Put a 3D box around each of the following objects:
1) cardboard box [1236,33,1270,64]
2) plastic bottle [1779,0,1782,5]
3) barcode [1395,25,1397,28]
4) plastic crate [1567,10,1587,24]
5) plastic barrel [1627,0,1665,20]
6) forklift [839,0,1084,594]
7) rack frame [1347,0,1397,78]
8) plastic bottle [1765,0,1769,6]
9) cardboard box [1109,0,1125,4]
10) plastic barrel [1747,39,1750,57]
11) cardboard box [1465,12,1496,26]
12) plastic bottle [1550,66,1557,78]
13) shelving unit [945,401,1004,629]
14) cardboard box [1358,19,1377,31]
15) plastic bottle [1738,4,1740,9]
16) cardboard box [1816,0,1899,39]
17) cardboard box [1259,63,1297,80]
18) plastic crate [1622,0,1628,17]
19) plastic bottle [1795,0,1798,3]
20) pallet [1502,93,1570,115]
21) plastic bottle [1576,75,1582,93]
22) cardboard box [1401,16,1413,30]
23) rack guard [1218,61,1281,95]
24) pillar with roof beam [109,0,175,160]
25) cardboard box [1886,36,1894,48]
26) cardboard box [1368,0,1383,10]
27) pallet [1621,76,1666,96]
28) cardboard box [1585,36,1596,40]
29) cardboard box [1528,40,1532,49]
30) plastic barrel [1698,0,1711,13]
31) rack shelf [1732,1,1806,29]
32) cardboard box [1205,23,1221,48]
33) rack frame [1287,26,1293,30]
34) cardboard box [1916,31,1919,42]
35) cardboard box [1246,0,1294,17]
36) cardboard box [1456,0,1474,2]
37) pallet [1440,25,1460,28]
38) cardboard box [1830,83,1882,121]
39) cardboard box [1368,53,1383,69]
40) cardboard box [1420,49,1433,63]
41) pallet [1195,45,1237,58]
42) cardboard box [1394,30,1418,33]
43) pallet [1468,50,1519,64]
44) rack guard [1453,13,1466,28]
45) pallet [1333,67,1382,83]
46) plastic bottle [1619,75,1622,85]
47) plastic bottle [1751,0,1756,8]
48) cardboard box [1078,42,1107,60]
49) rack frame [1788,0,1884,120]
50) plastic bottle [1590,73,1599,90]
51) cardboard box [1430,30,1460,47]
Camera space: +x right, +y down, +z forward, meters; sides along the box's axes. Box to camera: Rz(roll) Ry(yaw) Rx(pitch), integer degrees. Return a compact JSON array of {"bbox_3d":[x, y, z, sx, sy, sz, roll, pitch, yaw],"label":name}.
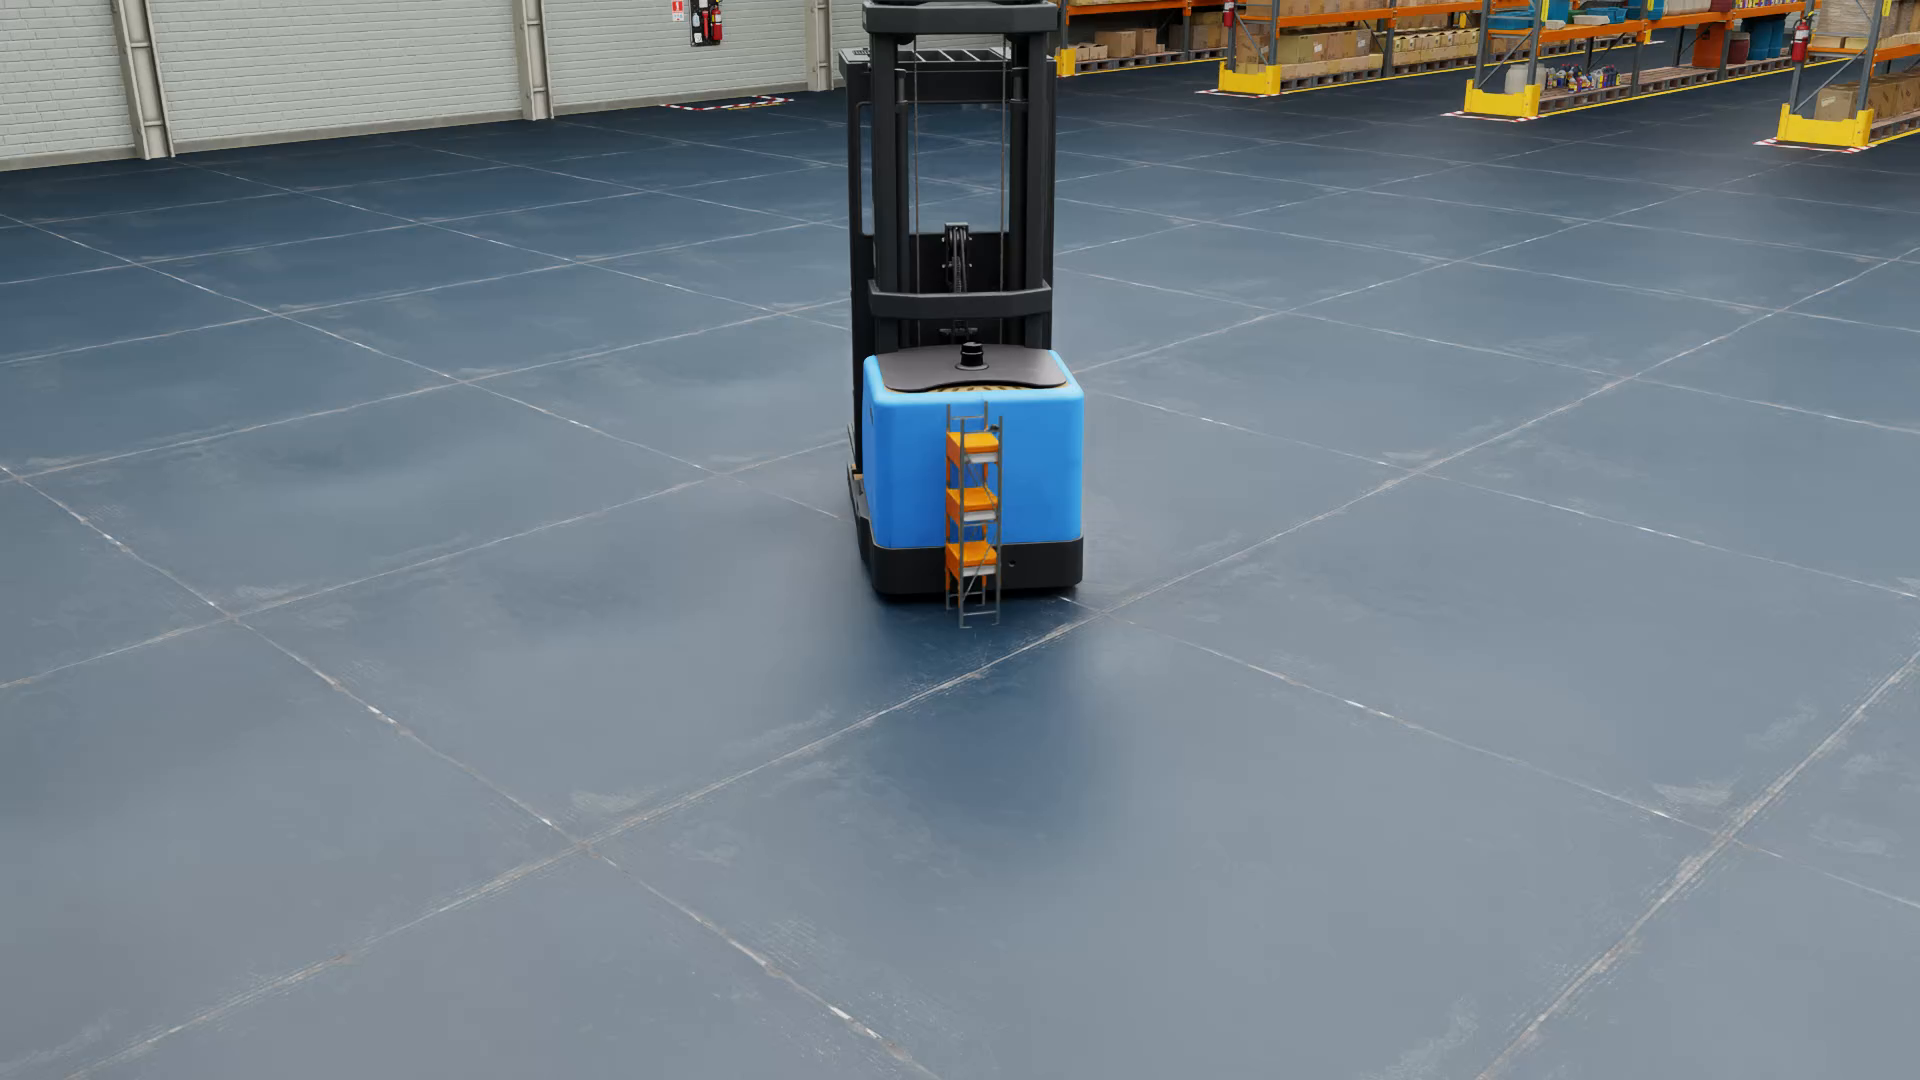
[{"bbox_3d":[5.456,-9.081,30.722,0.500,0.500,0.500,19,28,41],"label":"cardboard box"},{"bbox_3d":[16.563,-10.986,33.650,0.152,0.276,0.135,19,28,41],"label":"plastic bottle"},{"bbox_3d":[8.562,-10.083,32.658,0.001,0.075,0.075,19,28,41],"label":"barcode"},{"bbox_3d":[10.483,-9.016,28.647,0.450,0.188,0.662,19,28,41],"label":"plastic crate"},{"bbox_3d":[12.118,-9.651,29.305,0.600,0.901,0.708,19,28,41],"label":"plastic barrel"},{"bbox_3d":[-0.075,-1.591,9.127,1.130,2.935,3.031,-2,21,-6],"label":"forklift"},{"bbox_3d":[8.085,-10.634,32.561,1.000,3.000,0.127,19,28,41],"label":"rack frame"},{"bbox_3d":[16.037,-10.826,33.128,0.144,0.351,0.185,19,28,41],"label":"plastic bottle"},{"bbox_3d":[3.023,-11.097,33.946,0.500,0.250,0.500,19,28,40],"label":"cardboard box"},{"bbox_3d":[15.869,-10.045,33.909,0.421,0.512,0.421,0,21,0],"label":"plastic barrel"},{"bbox_3d":[11.396,-11.366,36.290,0.500,0.250,0.500,-19,28,-40],"label":"cardboard box"},{"bbox_3d":[10.343,-8.101,29.050,0.144,0.351,0.185,19,28,40],"label":"plastic bottle"},{"bbox_3d":[0.064,-0.116,7.909,0.215,1.050,0.252,-5,22,-15],"label":"shelving unit"},{"bbox_3d":[9.754,-12.923,40.926,0.750,0.750,0.750,20,28,41],"label":"cardboard box"},{"bbox_3d":[15.056,-10.415,32.170,0.097,0.271,0.097,0,21,0],"label":"plastic bottle"},{"bbox_3d":[12.793,-7.446,23.712,0.875,0.500,0.500,19,28,41],"label":"cardboard box"},{"bbox_3d":[5.829,-8.601,30.518,0.500,0.250,0.500,19,28,41],"label":"cardboard box"},{"bbox_3d":[11.750,-9.625,29.845,0.402,0.464,0.583,19,28,41],"label":"plastic crate"},{"bbox_3d":[17.169,-11.210,34.232,0.152,0.276,0.135,19,28,41],"label":"plastic bottle"},{"bbox_3d":[9.431,-7.303,27.780,1.003,0.211,1.213,19,28,41],"label":"pallet"},{"bbox_3d":[10.500,-7.745,28.216,0.133,0.283,0.061,-20,28,-41],"label":"plastic bottle"},{"bbox_3d":[11.062,-13.254,42.275,0.700,0.500,0.500,19,28,40],"label":"cardboard box"},{"bbox_3d":[5.278,-8.433,30.319,1.175,0.500,0.348,19,28,41],"label":"rack guard"},{"bbox_3d":[-7.861,-8.337,18.223,9.100,9.000,0.400,19,28,41],"label":"pillar with roof beam"},{"bbox_3d":[13.133,-7.142,23.826,0.380,0.149,0.250,19,28,41],"label":"cardboard box"},{"bbox_3d":[7.780,-10.565,32.243,0.700,0.500,0.500,18,28,39],"label":"cardboard box"},{"bbox_3d":[12.152,-8.304,30.384,1.003,0.211,1.213,19,28,41],"label":"pallet"},{"bbox_3d":[14.710,-11.852,39.066,0.380,0.166,0.250,19,28,41],"label":"cardboard box"},{"bbox_3d":[12.473,-11.146,36.763,0.500,0.500,0.500,18,27,39],"label":"cardboard box"},{"bbox_3d":[13.858,-10.156,31.161,0.421,0.512,0.421,0,21,0],"label":"plastic barrel"},{"bbox_3d":[15.817,-10.600,33.475,1.077,0.370,4.000,19,28,41],"label":"rack shelf"},{"bbox_3d":[5.360,-11.251,37.035,0.700,0.500,0.500,19,28,40],"label":"cardboard box"},{"bbox_3d":[7.324,-12.901,38.460,1.000,3.000,0.127,19,28,41],"label":"rack frame"},{"bbox_3d":[14.184,-7.526,24.825,0.380,0.149,0.250,19,28,41],"label":"cardboard box"},{"bbox_3d":[5.630,-9.770,30.172,0.700,0.500,0.500,19,28,41],"label":"cardboard box"},{"bbox_3d":[10.446,-11.245,34.500,0.380,0.149,0.250,19,28,41],"label":"cardboard box"},{"bbox_3d":[12.403,-13.431,43.725,1.003,0.211,1.213,19,28,41],"label":"pallet"},{"bbox_3d":[13.230,-6.474,24.635,0.500,0.500,0.500,-12,24,-28],"label":"cardboard box"},{"bbox_3d":[7.919,-9.373,32.527,0.500,0.250,0.500,19,28,41],"label":"cardboard box"},{"bbox_3d":[9.261,-9.854,33.777,0.500,0.250,0.500,18,28,39],"label":"cardboard box"},{"bbox_3d":[5.927,-11.087,37.626,1.003,0.211,1.213,19,28,41],"label":"pallet"},{"bbox_3d":[9.224,-10.376,34.354,0.500,0.311,0.500,19,28,40],"label":"cardboard box"},{"bbox_3d":[11.424,-10.543,36.212,1.003,0.211,1.213,19,28,41],"label":"pallet"},{"bbox_3d":[12.922,-13.797,44.274,1.175,0.500,0.348,19,28,41],"label":"rack guard"},{"bbox_3d":[7.501,-9.139,32.557,1.003,0.211,1.213,19,28,41],"label":"pallet"},{"bbox_3d":[11.602,-8.122,29.311,0.097,0.201,0.097,0,21,0],"label":"plastic bottle"},{"bbox_3d":[15.566,-10.599,32.632,0.061,0.283,0.133,19,28,41],"label":"plastic bottle"},{"bbox_3d":[2.688,-10.097,34.298,0.500,0.311,0.500,-17,27,-38],"label":"cardboard box"},{"bbox_3d":[12.390,-7.126,23.433,1.000,3.000,0.127,19,28,41],"label":"rack frame"},{"bbox_3d":[10.914,-7.917,28.674,0.135,0.276,0.152,-20,28,-41],"label":"plastic bottle"},{"bbox_3d":[9.975,-10.376,34.356,0.500,0.311,0.500,19,28,40],"label":"cardboard box"}]
